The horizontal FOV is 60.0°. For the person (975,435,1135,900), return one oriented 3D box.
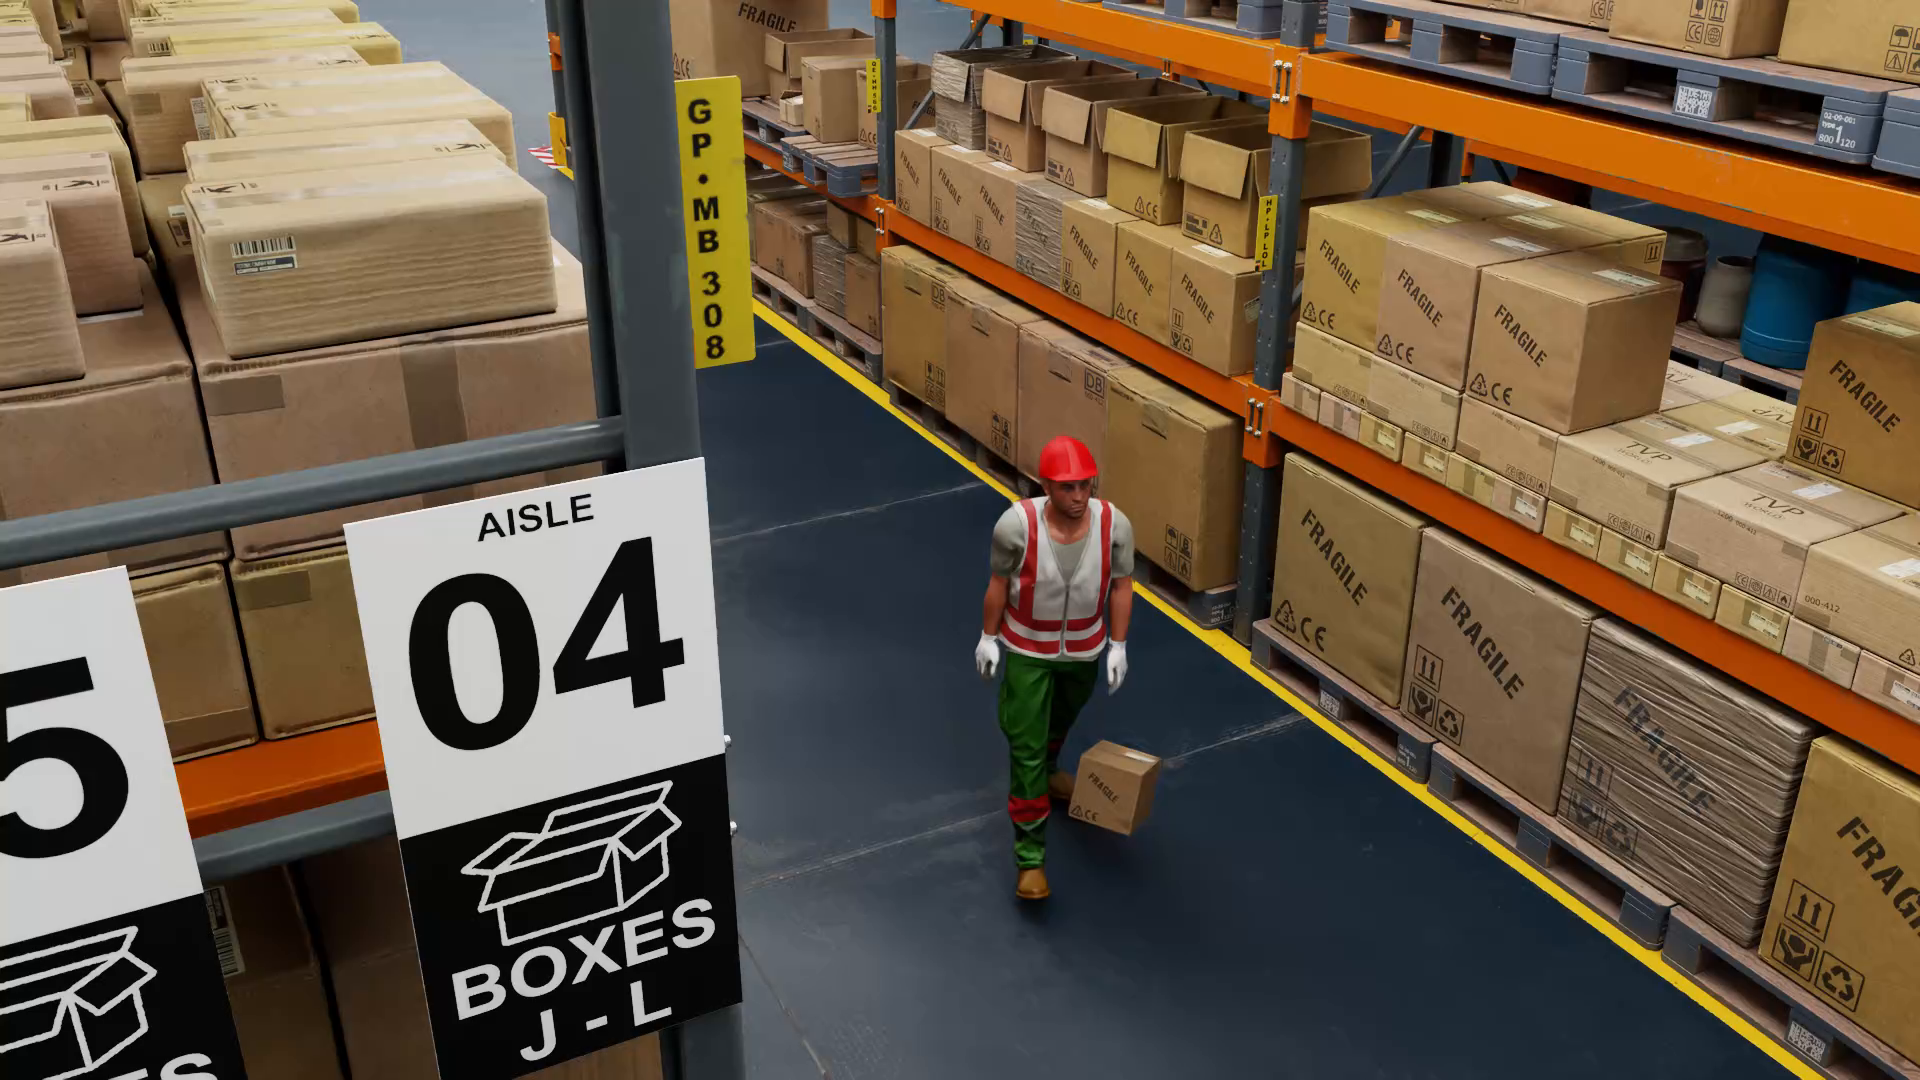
[{"bbox_3d":[0.367,0.415,6.232,0.578,1.748,0.950,-5,26,-11],"label":"person"}]
